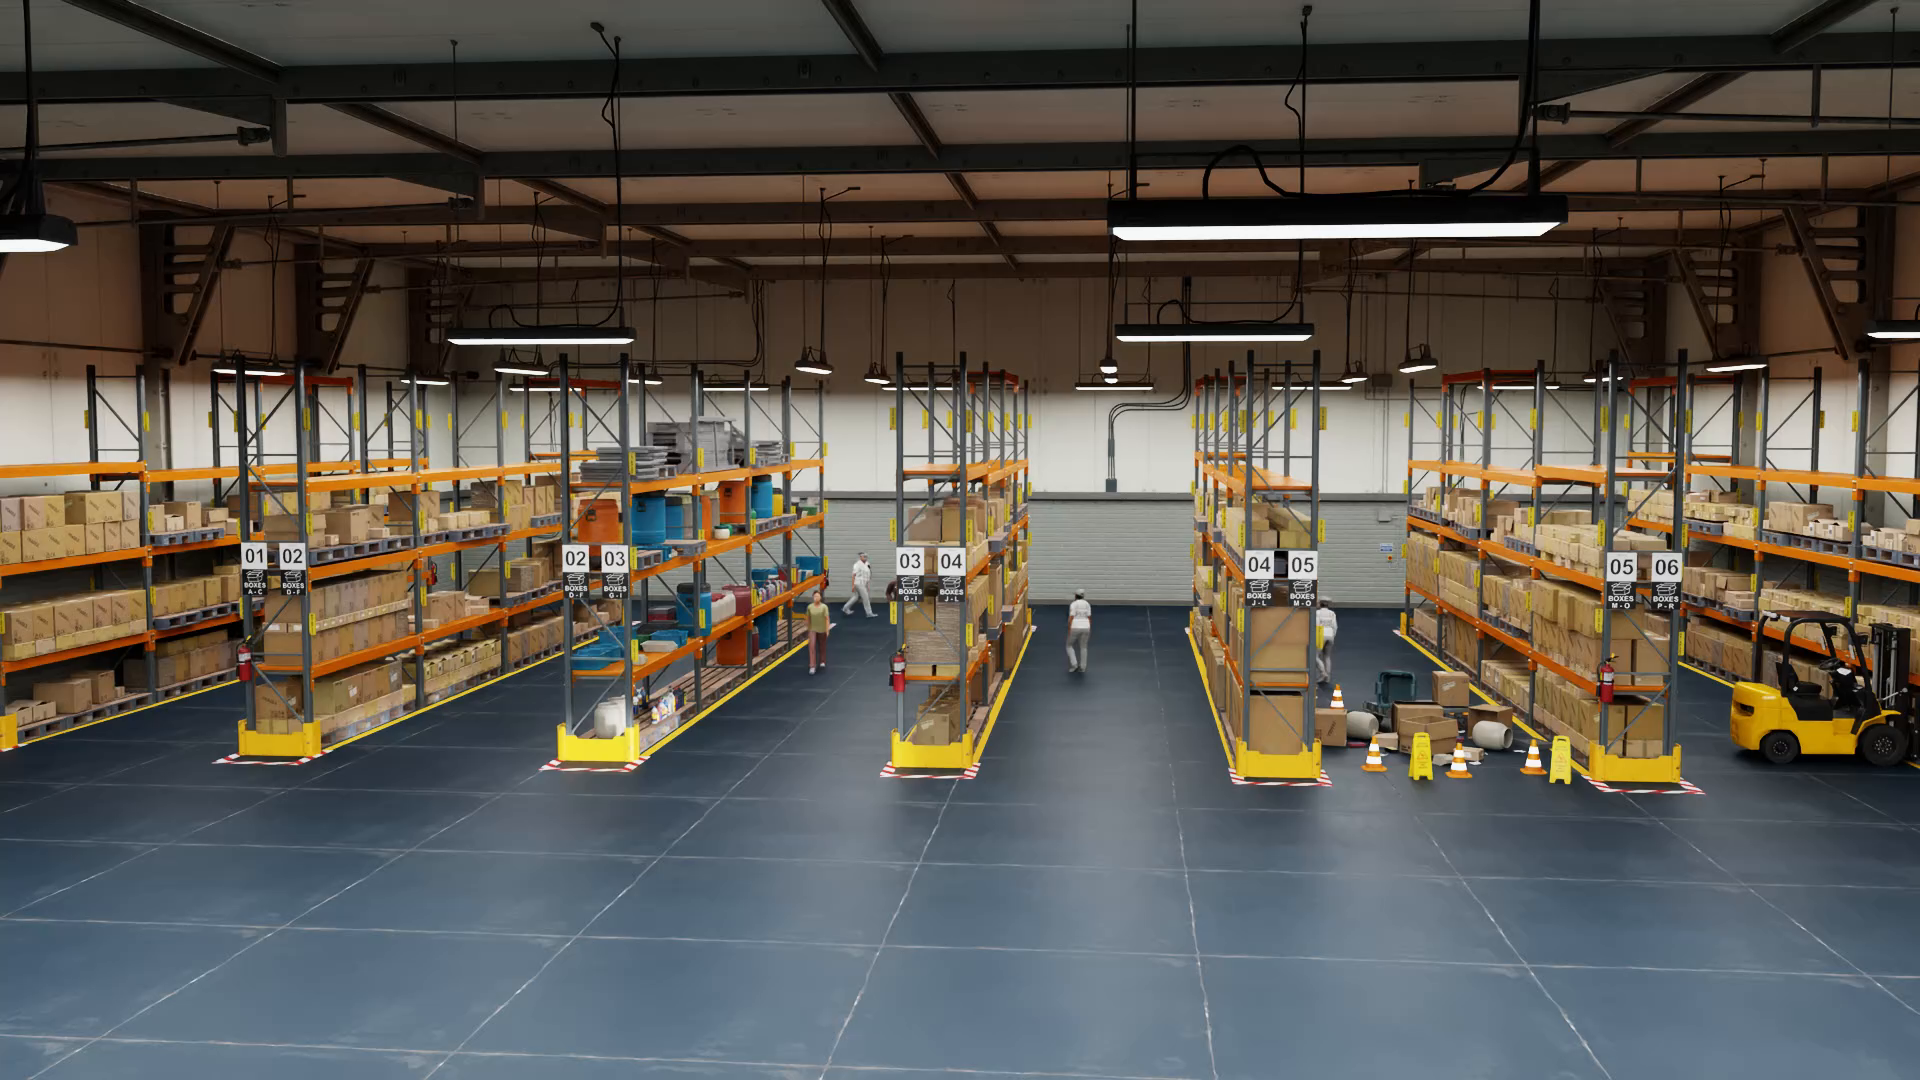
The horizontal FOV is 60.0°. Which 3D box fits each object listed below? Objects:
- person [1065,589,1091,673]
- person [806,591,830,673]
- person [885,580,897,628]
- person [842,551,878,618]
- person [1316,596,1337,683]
[{"bbox_3d":[2.374,1.826,33.248,0.500,1.691,0.427,-2,4,-22],"label":"person"},{"bbox_3d":[-2.848,1.817,33.242,0.497,1.610,1.058,0,4,3],"label":"person"},{"bbox_3d":[-1.302,1.505,37.515,0.730,1.684,0.655,1,4,13],"label":"person"},{"bbox_3d":[-2.550,1.120,42.639,1.119,1.703,0.520,2,4,22],"label":"person"},{"bbox_3d":[7.010,1.917,31.929,0.553,1.652,0.581,-1,4,-17],"label":"person"}]
